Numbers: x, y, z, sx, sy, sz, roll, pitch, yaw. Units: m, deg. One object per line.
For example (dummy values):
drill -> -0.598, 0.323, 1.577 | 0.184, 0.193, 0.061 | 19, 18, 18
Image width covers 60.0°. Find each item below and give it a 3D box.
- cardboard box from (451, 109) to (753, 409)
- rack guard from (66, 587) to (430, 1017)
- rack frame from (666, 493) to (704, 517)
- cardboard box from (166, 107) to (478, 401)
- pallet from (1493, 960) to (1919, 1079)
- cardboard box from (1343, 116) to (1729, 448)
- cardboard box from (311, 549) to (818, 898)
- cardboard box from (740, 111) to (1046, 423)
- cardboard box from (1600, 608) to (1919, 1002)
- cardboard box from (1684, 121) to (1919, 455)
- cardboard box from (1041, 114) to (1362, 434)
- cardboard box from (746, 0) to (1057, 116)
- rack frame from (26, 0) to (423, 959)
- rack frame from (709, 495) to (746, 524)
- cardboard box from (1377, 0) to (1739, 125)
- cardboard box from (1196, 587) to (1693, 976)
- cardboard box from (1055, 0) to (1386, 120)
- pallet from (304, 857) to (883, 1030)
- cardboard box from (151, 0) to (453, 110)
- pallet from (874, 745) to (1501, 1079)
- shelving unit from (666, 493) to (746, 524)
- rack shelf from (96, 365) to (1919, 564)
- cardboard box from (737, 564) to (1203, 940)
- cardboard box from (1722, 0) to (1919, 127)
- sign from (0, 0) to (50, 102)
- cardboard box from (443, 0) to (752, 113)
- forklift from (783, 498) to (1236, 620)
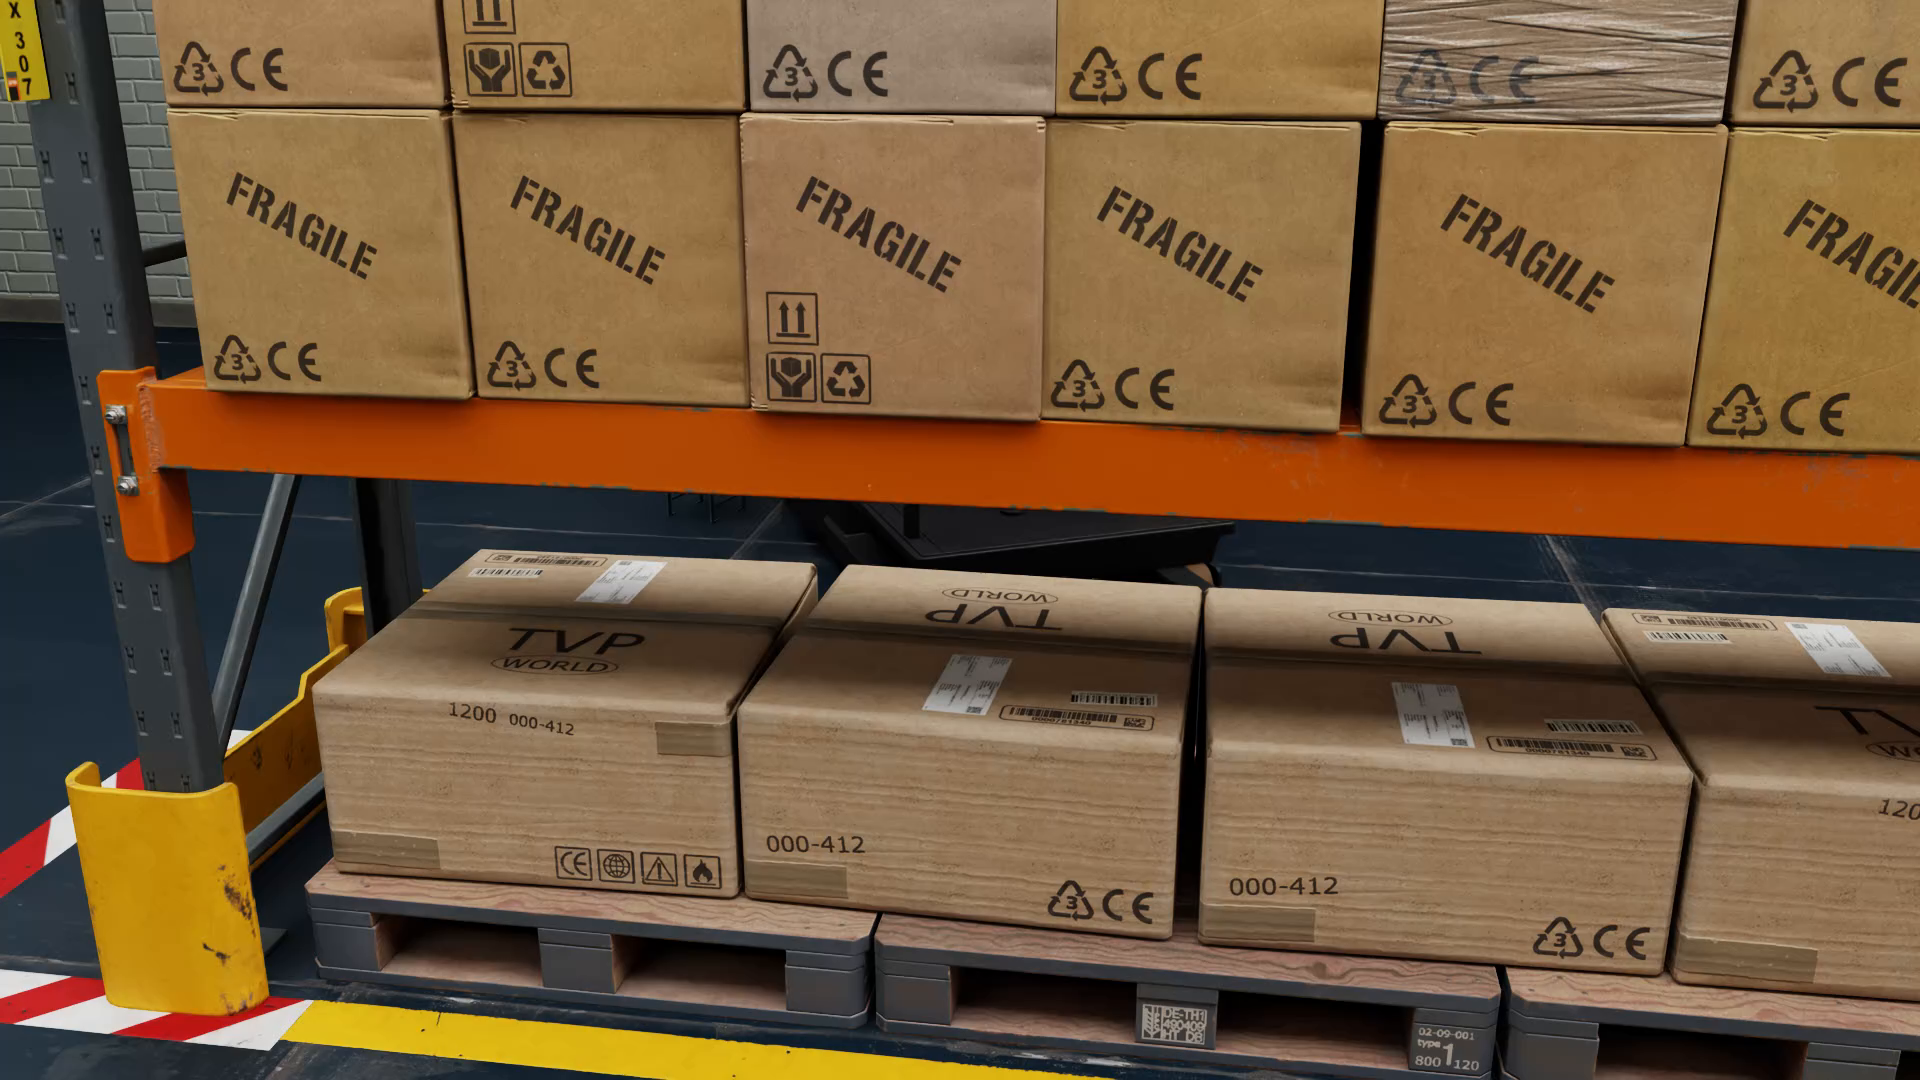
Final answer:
cardboard box -> -0.574, -0.553, 3.071 | 0.500, 0.500, 0.500 | 3, 19, 8
rack guard -> -1.530, 0.548, 3.878 | 0.348, 0.500, 1.175 | 3, 19, 9
rack frame -> -1.102, -0.554, 6.541 | 0.006, 0.900, 0.240 | 9, 20, 25
cardboard box -> -1.078, -0.570, 3.121 | 0.500, 0.500, 0.500 | 3, 19, 8
pallet -> 1.704, 0.825, 3.506 | 1.213, 0.211, 1.003 | 3, 19, 9
cardboard box -> 0.937, -0.471, 2.825 | 0.500, 0.500, 0.500 | 3, 19, 8
cardboard box -> -0.839, 0.381, 3.812 | 0.875, 0.438, 0.875 | 2, 19, 7
cardboard box -> -0.075, -0.522, 2.977 | 0.500, 0.500, 0.500 | 3, 19, 8
cardboard box -> 1.840, 0.516, 3.411 | 0.875, 0.438, 0.875 | 3, 19, 8
cardboard box -> 1.435, -0.450, 2.763 | 0.500, 0.500, 0.500 | 2, 19, 7
cardboard box -> 0.422, -0.502, 2.918 | 0.500, 0.500, 0.500 | 4, 19, 10
cardboard box -> -0.057, -0.997, 2.823 | 0.500, 0.500, 0.500 | 3, 19, 8
rack frame -> -1.507, -0.636, 3.478 | 0.127, 3.000, 1.000 | 3, 19, 9
rack frame -> -0.919, -0.525, 6.455 | 0.006, 0.900, 0.240 | 9, 20, 25
cardboard box -> 0.929, -0.945, 2.666 | 0.500, 0.500, 0.500 | 3, 19, 9
cardboard box -> 0.956, 0.471, 3.545 | 0.875, 0.438, 0.875 | 2, 19, 7
cardboard box -> 0.436, -0.972, 2.749 | 0.500, 0.500, 0.500 | 3, 19, 9
pallet -> -0.705, 0.702, 3.873 | 1.213, 0.211, 1.003 | 3, 19, 9
cardboard box -> -1.078, -1.045, 2.964 | 0.500, 0.500, 0.500 | 3, 19, 7
pallet -> 0.496, 0.764, 3.687 | 1.213, 0.211, 1.003 | 3, 19, 9
shelving unit -> -1.010, -0.540, 6.498 | 0.210, 0.900, 0.258 | 9, 20, 25
rack shelf -> 0.468, -0.195, 3.291 | 4.000, 0.370, 1.077 | 3, 19, 9
cardboard box -> 0.066, 0.425, 3.682 | 0.875, 0.438, 0.875 | 3, 19, 10
cardboard box -> 1.433, -0.922, 2.598 | 0.500, 0.500, 0.500 | 3, 19, 8
sign -> -1.600, -0.911, 2.809 | 0.005, 0.325, 0.100 | 3, 19, 9
cardboard box -> -0.567, -1.021, 2.893 | 0.500, 0.500, 0.500 | 2, 19, 7
forklift -> 0.224, -1.191, 5.244 | 1.130, 2.935, 3.031 | -6, 20, -19
